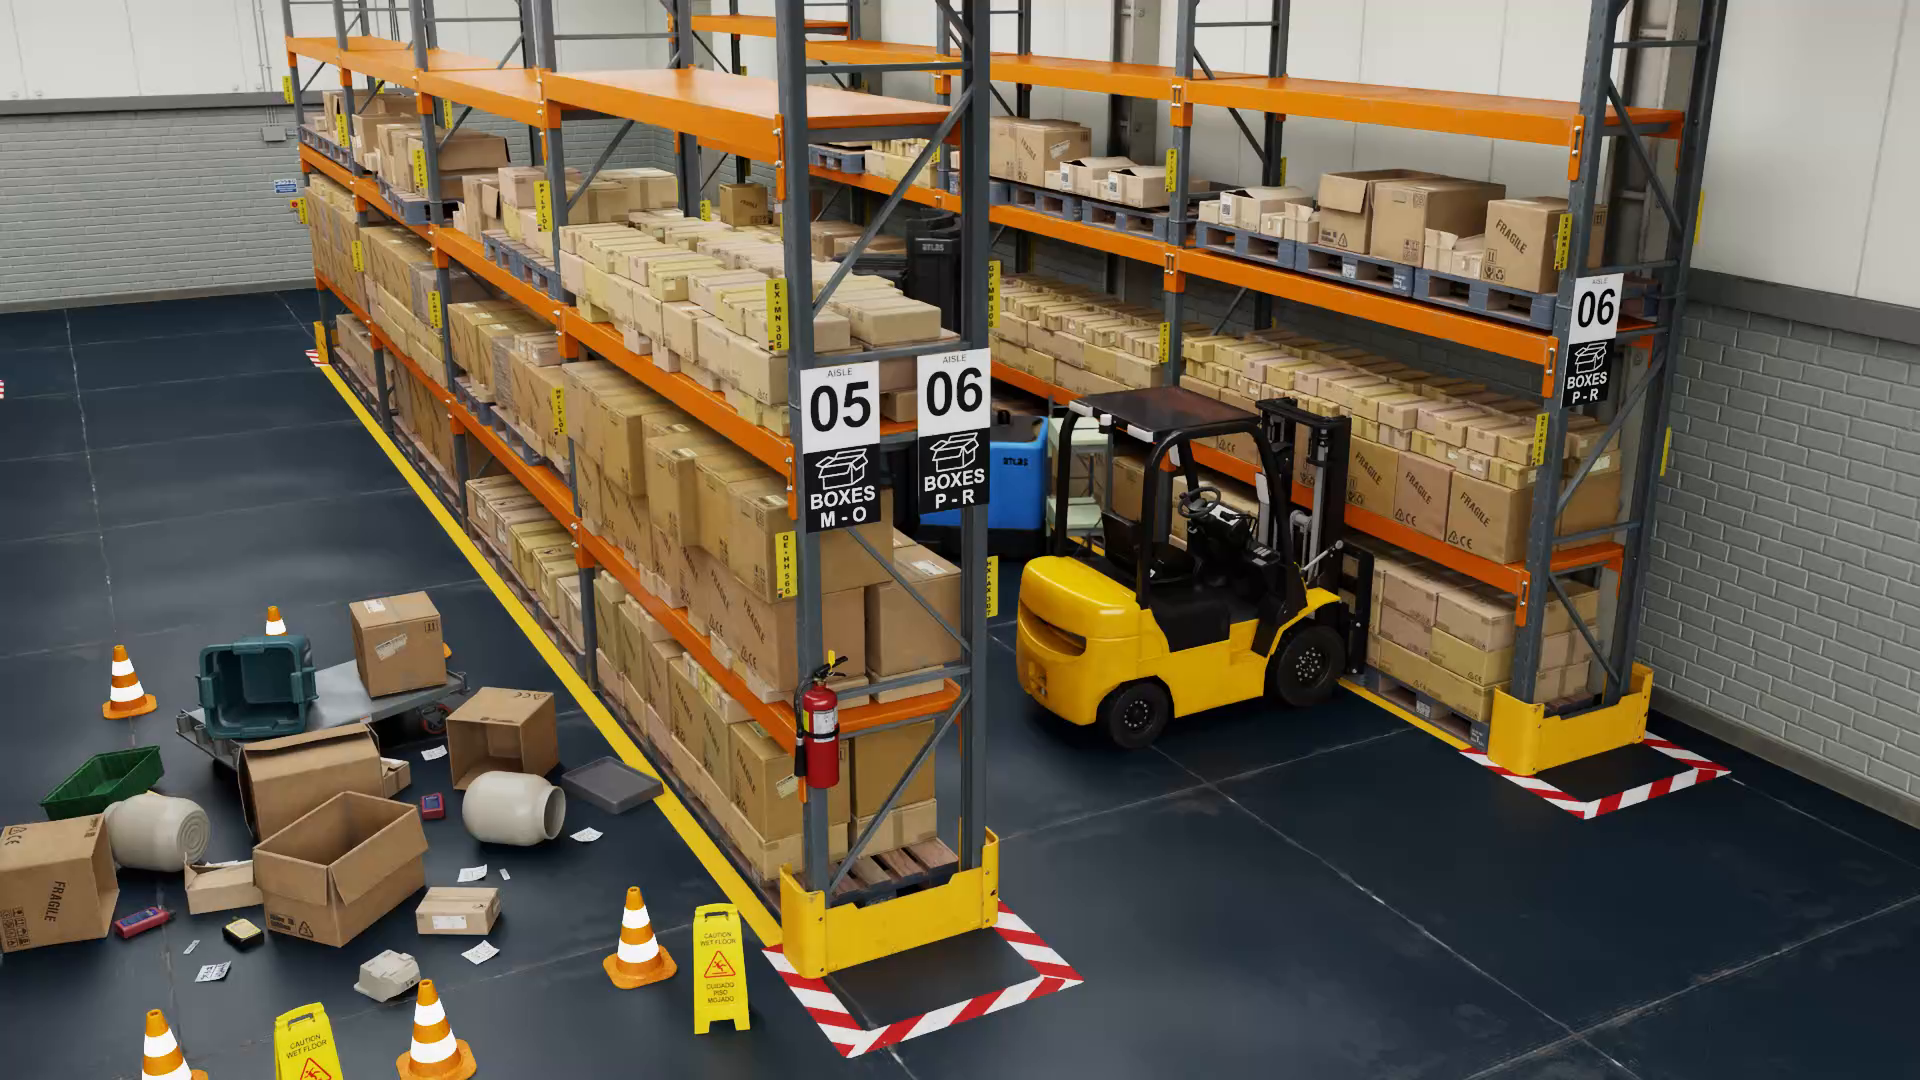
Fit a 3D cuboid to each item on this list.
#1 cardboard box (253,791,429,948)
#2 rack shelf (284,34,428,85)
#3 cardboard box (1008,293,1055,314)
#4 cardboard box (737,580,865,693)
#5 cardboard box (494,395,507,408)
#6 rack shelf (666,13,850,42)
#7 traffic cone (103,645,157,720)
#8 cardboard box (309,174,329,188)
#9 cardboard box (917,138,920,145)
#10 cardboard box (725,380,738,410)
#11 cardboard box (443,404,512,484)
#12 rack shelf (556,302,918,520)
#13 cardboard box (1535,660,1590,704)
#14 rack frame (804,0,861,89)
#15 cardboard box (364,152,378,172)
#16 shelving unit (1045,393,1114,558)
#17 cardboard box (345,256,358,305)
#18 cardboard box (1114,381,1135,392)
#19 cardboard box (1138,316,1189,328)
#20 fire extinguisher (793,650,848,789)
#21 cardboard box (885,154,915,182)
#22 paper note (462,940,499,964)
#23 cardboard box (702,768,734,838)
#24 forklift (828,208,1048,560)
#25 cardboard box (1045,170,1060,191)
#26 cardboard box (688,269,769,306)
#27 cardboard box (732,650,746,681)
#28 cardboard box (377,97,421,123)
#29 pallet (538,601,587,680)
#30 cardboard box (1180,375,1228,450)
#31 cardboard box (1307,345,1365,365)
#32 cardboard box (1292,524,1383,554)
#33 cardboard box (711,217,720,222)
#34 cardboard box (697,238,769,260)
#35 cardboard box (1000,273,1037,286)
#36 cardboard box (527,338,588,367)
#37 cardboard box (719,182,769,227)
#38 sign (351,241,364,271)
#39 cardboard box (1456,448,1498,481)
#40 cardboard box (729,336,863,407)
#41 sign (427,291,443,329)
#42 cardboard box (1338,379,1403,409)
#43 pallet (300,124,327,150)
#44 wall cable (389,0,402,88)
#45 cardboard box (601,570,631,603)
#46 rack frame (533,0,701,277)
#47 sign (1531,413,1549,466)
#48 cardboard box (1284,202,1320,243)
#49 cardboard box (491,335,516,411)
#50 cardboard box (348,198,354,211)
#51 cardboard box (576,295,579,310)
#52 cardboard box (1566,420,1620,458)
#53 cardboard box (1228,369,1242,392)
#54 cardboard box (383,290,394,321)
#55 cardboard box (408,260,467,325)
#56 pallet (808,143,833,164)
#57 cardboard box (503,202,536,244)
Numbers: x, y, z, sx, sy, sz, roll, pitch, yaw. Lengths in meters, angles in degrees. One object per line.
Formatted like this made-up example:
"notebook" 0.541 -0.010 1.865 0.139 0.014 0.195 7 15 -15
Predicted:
"cardboard box" -3.391 1.802 9.136 0.637 0.503 0.797 7 20 20
"rack shelf" -6.977 -5.591 19.255 1.077 0.370 4.000 -10 21 -27
"cardboard box" 0.684 -2.262 15.940 0.380 0.149 0.250 -10 21 -26
"cardboard box" -0.829 0.433 8.667 0.500 0.500 0.500 -10 22 -28
"cardboard box" -3.648 -1.208 13.776 0.380 0.149 0.250 -9 21 -23
"rack shelf" -2.611 -6.549 21.422 1.077 0.370 4.000 -10 21 -27
"traffic cone" -5.845 0.962 11.633 0.336 0.463 0.334 -10 21 -27
"cardboard box" -8.002 -4.540 21.010 0.380 0.149 0.250 -9 21 -26
"cardboard box" -0.217 -4.153 17.132 0.380 0.149 0.250 -11 22 -28
"cardboard box" -0.988 -0.772 8.556 0.380 0.149 0.250 -9 21 -25
"cardboard box" -4.383 -0.967 15.950 0.875 0.875 0.875 -10 22 -27
"rack shelf" -1.279 -0.918 9.696 1.077 0.370 4.000 -10 21 -27
"cardboard box" 3.976 0.895 11.512 0.500 0.250 0.500 -10 21 -26
"rack frame" -1.661 -6.316 19.640 1.000 3.000 0.127 -10 21 -27
"cardboard box" -5.735 -3.799 16.658 0.380 0.166 0.250 -12 22 -30
"shelving unit" 0.997 -0.411 14.024 0.431 1.500 0.755 -2 19 -6
"cardboard box" -6.722 -2.998 19.068 0.500 0.500 0.500 -11 22 -28
"cardboard box" 1.668 -1.217 14.290 0.500 0.250 0.500 -9 21 -25
"cardboard box" 1.821 -1.899 14.888 0.380 0.149 0.250 -10 22 -27
"fire extinguisher" -0.680 0.875 8.115 0.296 0.674 0.183 -10 21 -27
"cardboard box" -0.458 -3.933 17.562 0.500 0.250 0.500 -10 21 -26
"paper note" -2.530 2.175 8.781 0.142 0.019 0.148 16 25 39
"cardboard box" -1.189 1.495 9.771 0.500 0.250 0.500 -10 21 -26
"forklift" -0.720 -1.416 14.740 3.031 2.935 1.130 3 19 8
"cardboard box" 0.982 -3.219 14.850 0.380 0.149 0.250 -10 22 -27
"cardboard box" -1.262 -1.375 9.081 0.380 0.149 0.250 -11 22 -28
"cardboard box" -1.016 0.647 9.044 0.380 0.149 0.250 -10 22 -28
"cardboard box" -6.122 -4.623 18.381 0.500 0.500 0.500 -10 21 -26
"pallet" -2.600 0.681 12.834 1.003 0.211 1.213 -10 21 -27
"cardboard box" 2.119 -1.063 13.461 0.500 0.500 0.500 -11 22 -28
"cardboard box" 2.949 -1.419 13.041 0.380 0.149 0.250 -10 22 -28
"cardboard box" 2.814 0.074 12.358 0.500 0.250 0.500 -10 22 -28
"cardboard box" -3.099 -4.237 22.584 0.500 0.250 0.500 -10 22 -28
"cardboard box" -1.378 -1.736 10.128 0.380 0.149 0.250 -10 22 -28
"cardboard box" 0.571 -2.624 16.989 0.380 0.149 0.250 -9 21 -25
"cardboard box" -2.985 -1.400 12.343 0.380 0.149 0.250 -11 22 -28
"cardboard box" -2.869 -4.450 22.054 0.500 0.500 0.500 -9 21 -25
"sign" -6.515 -3.071 17.983 0.100 0.325 0.005 -10 21 -27
"cardboard box" 3.479 -0.514 10.875 0.380 0.149 0.250 -10 21 -26
"cardboard box" -0.809 -0.858 8.196 0.500 0.250 0.500 -10 22 -27
"sign" -4.615 -2.022 14.619 0.100 0.325 0.005 -10 21 -27
"cardboard box" 2.948 -1.040 11.942 0.380 0.149 0.250 -10 21 -26
"pallet" -7.566 -5.023 20.628 1.003 0.211 1.213 -10 21 -27
"wall cable" -7.743 -8.838 26.891 2.988 3.039 0.133 -10 21 -27
"cardboard box" -2.180 0.283 11.141 0.380 0.149 0.250 -10 21 -26
"rack frame" -2.229 -3.250 10.753 1.000 3.000 0.127 -10 21 -27
"sign" 3.553 -0.615 10.176 0.100 0.325 0.005 -10 21 -27
"cardboard box" 2.575 -2.311 12.040 0.396 0.266 0.258 -11 22 -28
"cardboard box" -3.376 -1.339 13.159 0.500 0.500 0.500 -11 22 -29
"cardboard box" -6.729 -3.811 18.898 0.380 0.149 0.250 -10 21 -27
"cardboard box" -2.297 -1.584 10.910 0.380 0.149 0.250 -10 22 -27
"cardboard box" 4.066 -0.659 10.840 0.380 0.149 0.250 -10 22 -28
"cardboard box" 2.330 -1.261 13.039 0.380 0.149 0.250 -10 21 -27
"cardboard box" -5.578 -2.411 16.985 0.500 0.250 0.500 -10 21 -26
"cardboard box" -4.855 -2.336 15.616 0.500 0.500 0.500 -10 21 -26
"pallet" -1.413 -4.611 19.586 1.213 0.211 1.003 -10 21 -27
"cardboard box" -3.111 -2.397 12.467 0.500 0.250 0.500 -10 21 -26
